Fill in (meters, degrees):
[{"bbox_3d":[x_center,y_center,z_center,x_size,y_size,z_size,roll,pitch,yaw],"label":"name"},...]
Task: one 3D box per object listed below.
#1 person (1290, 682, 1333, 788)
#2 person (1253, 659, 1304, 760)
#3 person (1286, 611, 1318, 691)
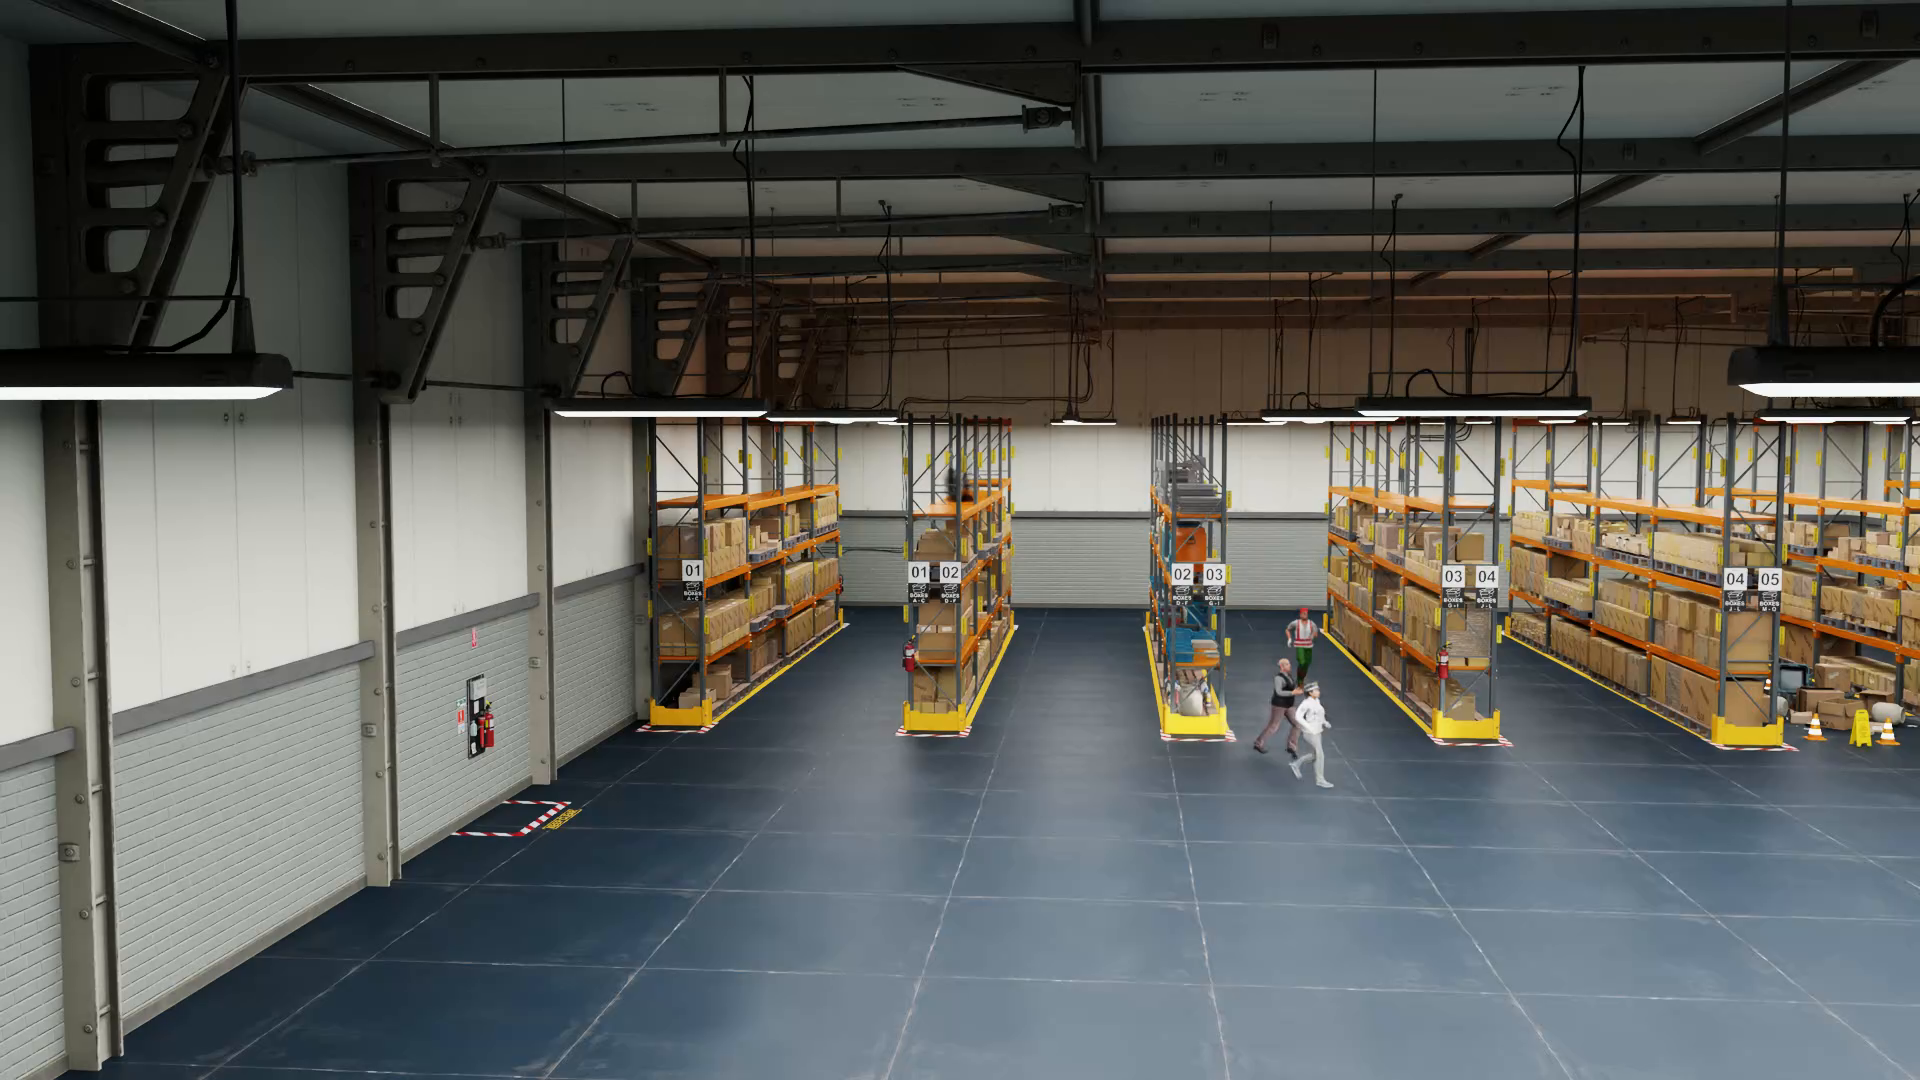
[{"bbox_3d":[5.603,3.095,26.577,0.766,1.670,0.363,3,5,34],"label":"person"},{"bbox_3d":[5.597,2.924,28.883,0.894,1.769,0.543,3,5,37],"label":"person"},{"bbox_3d":[7.506,2.402,36.451,0.628,1.774,0.582,-1,4,-8],"label":"person"}]
